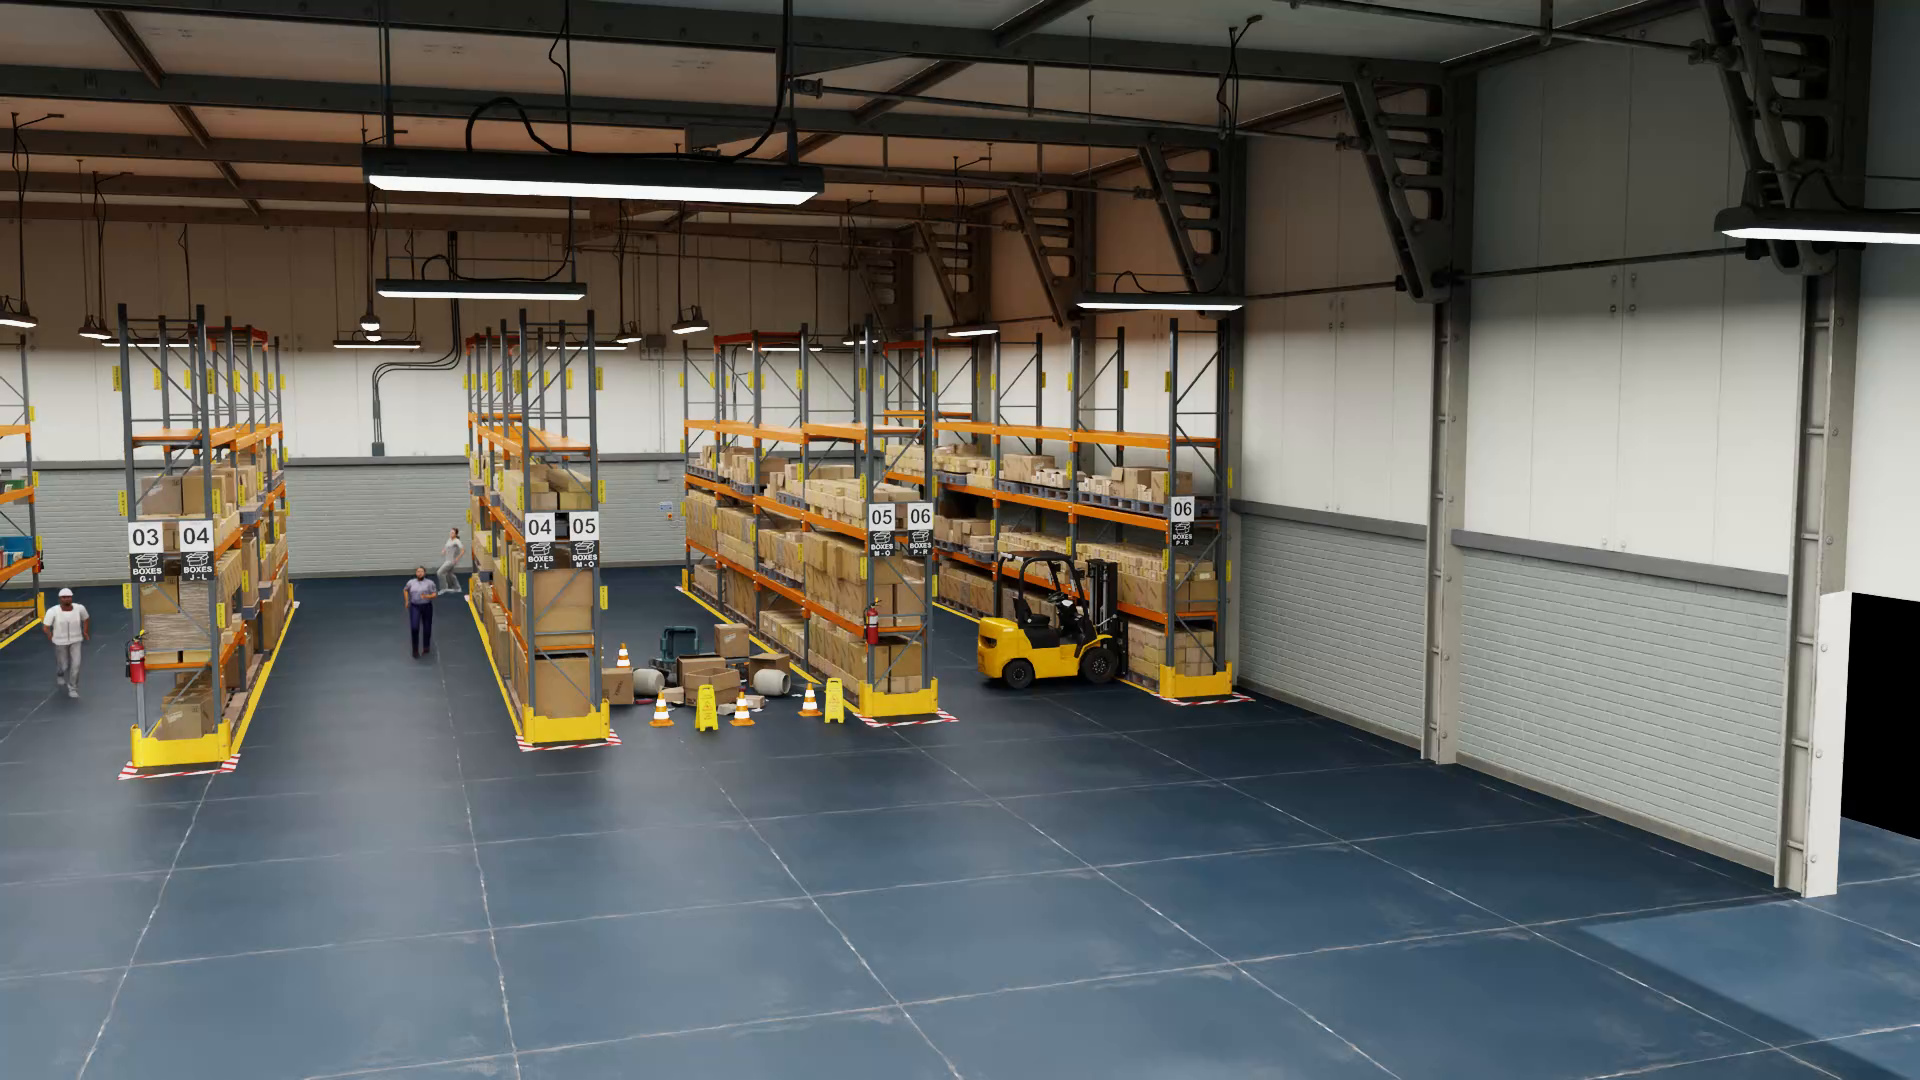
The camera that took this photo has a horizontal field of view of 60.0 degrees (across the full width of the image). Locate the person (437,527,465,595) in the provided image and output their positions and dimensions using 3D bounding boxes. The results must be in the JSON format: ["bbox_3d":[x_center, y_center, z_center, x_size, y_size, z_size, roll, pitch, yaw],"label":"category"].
[{"bbox_3d":[-12.056,0.505,39.280,0.634,1.600,0.688,-2,6,-25],"label":"person"}]

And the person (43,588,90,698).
[{"bbox_3d":[-14.275,1.625,26.599,0.689,1.739,0.815,-4,7,-36],"label":"person"}]

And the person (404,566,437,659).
[{"bbox_3d":[-9.841,1.316,30.360,0.577,1.694,0.719,-2,6,-19],"label":"person"}]
